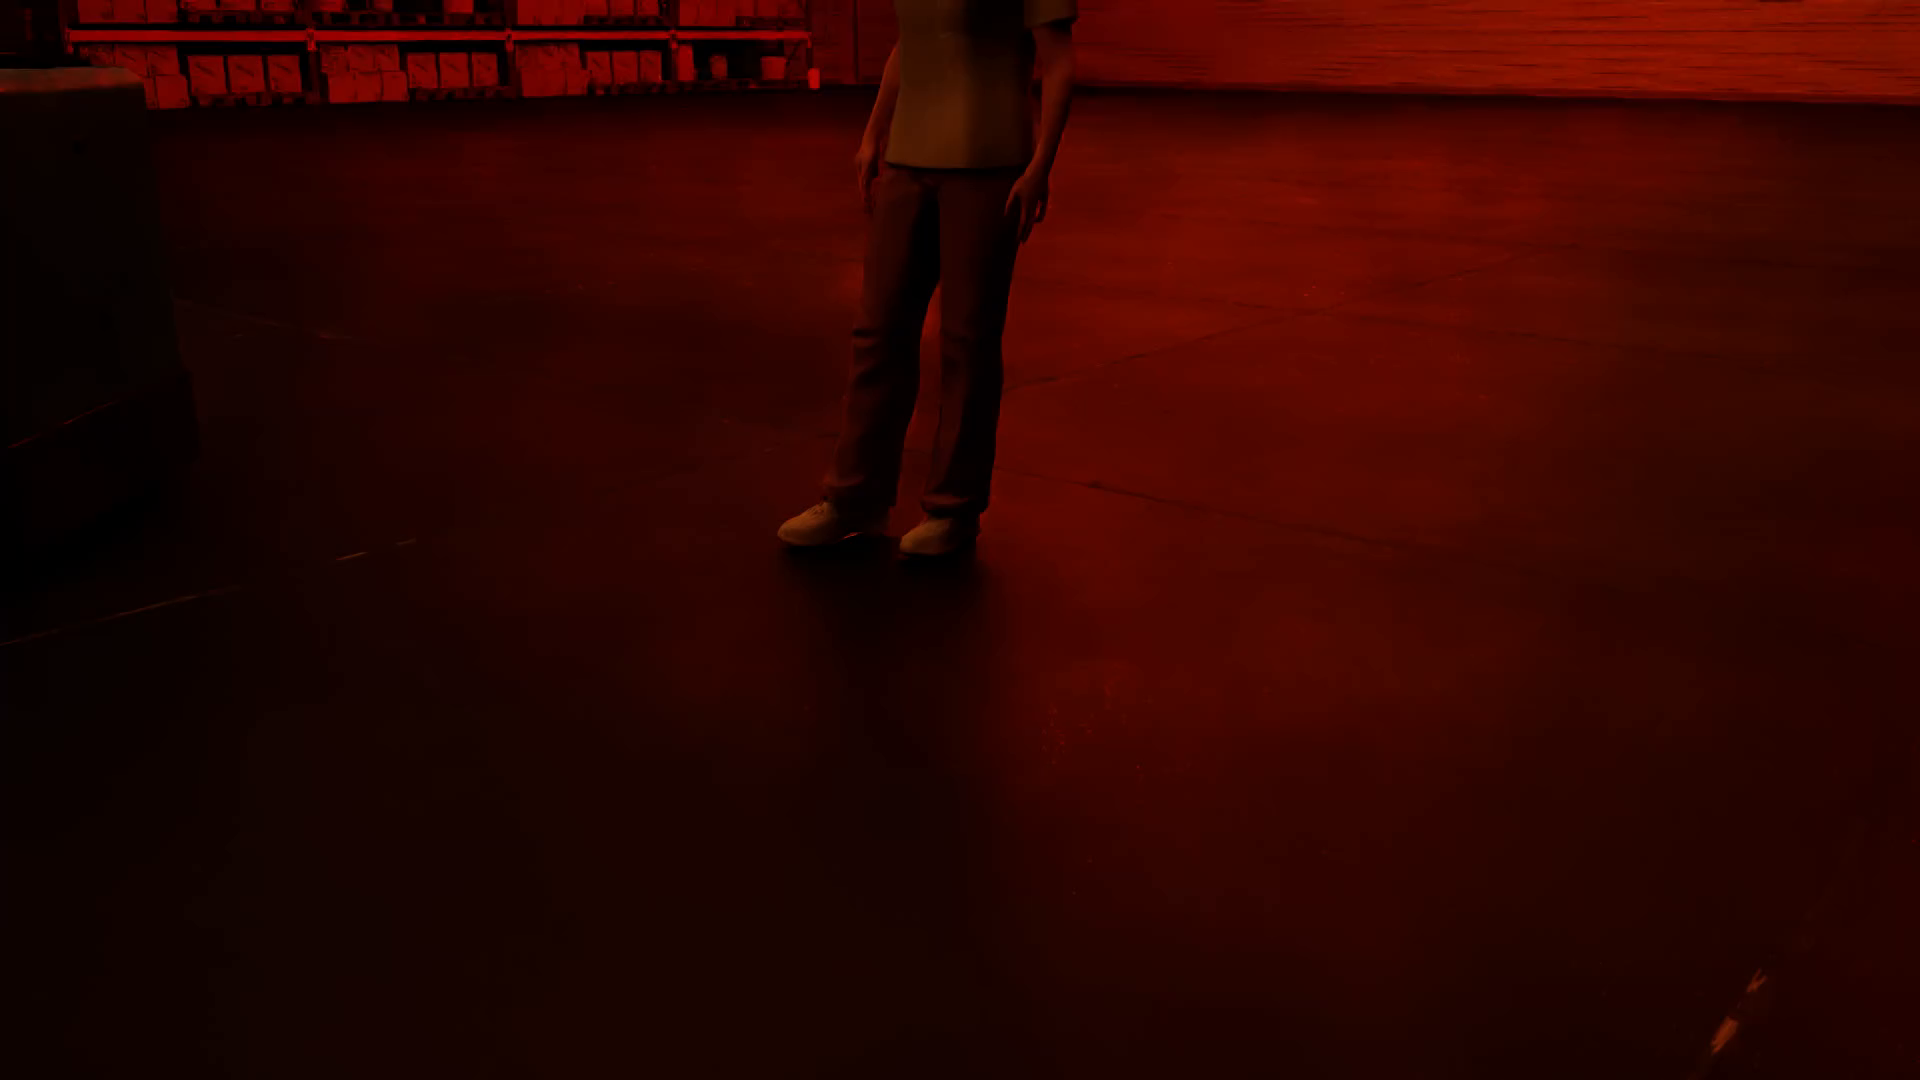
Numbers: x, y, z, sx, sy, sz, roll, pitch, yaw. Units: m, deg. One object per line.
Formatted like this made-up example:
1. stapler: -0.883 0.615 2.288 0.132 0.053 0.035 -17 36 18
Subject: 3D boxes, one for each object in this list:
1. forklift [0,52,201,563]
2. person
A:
1. forklift: -3.527 -1.421 3.577 3.031 2.935 1.130 0 17 -1
2. person: -0.056 -0.794 3.649 0.554 1.674 0.548 13 21 37
